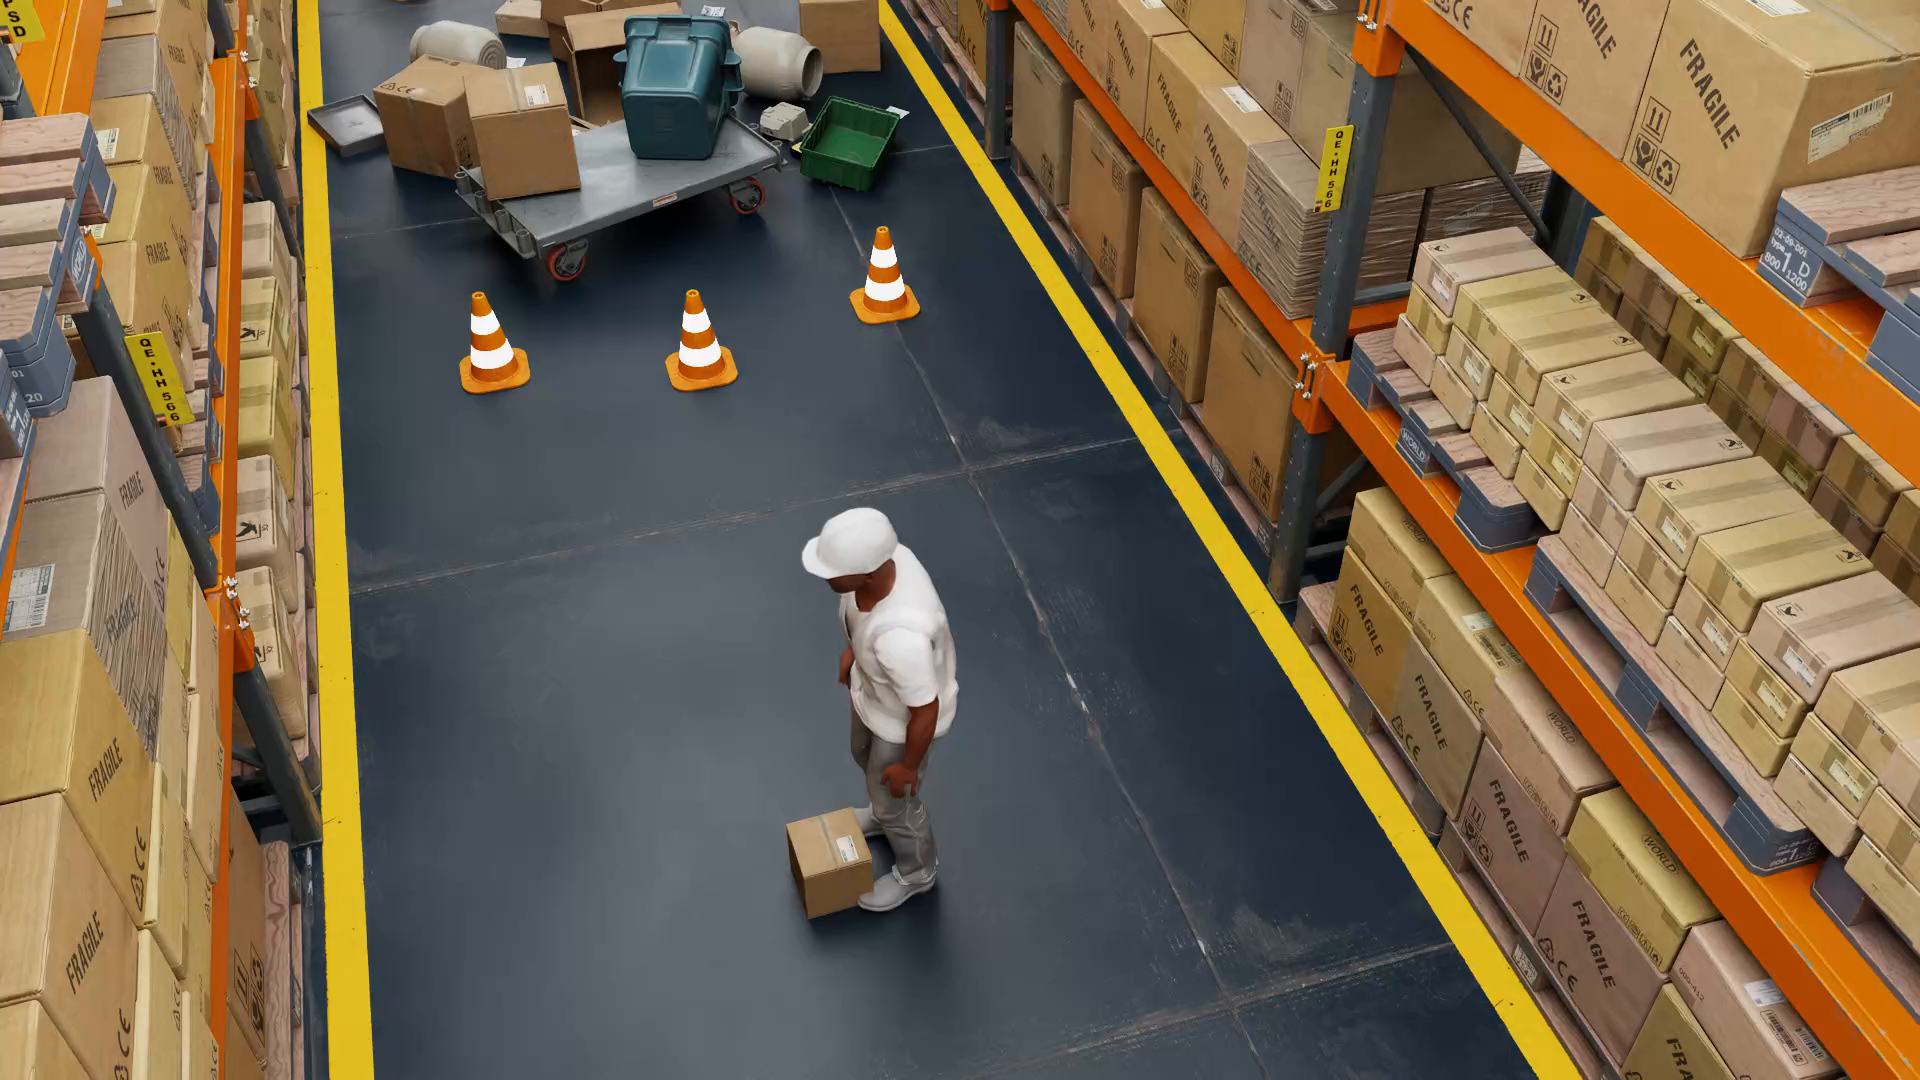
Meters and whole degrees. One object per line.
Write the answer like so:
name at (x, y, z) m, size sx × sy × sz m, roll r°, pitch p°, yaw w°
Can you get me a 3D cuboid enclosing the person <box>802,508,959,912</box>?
person at (-0.256, 0.551, 5.534) m, size 0.462 × 1.760 × 0.635 m, roll -13°, pitch 44°, yaw -14°
